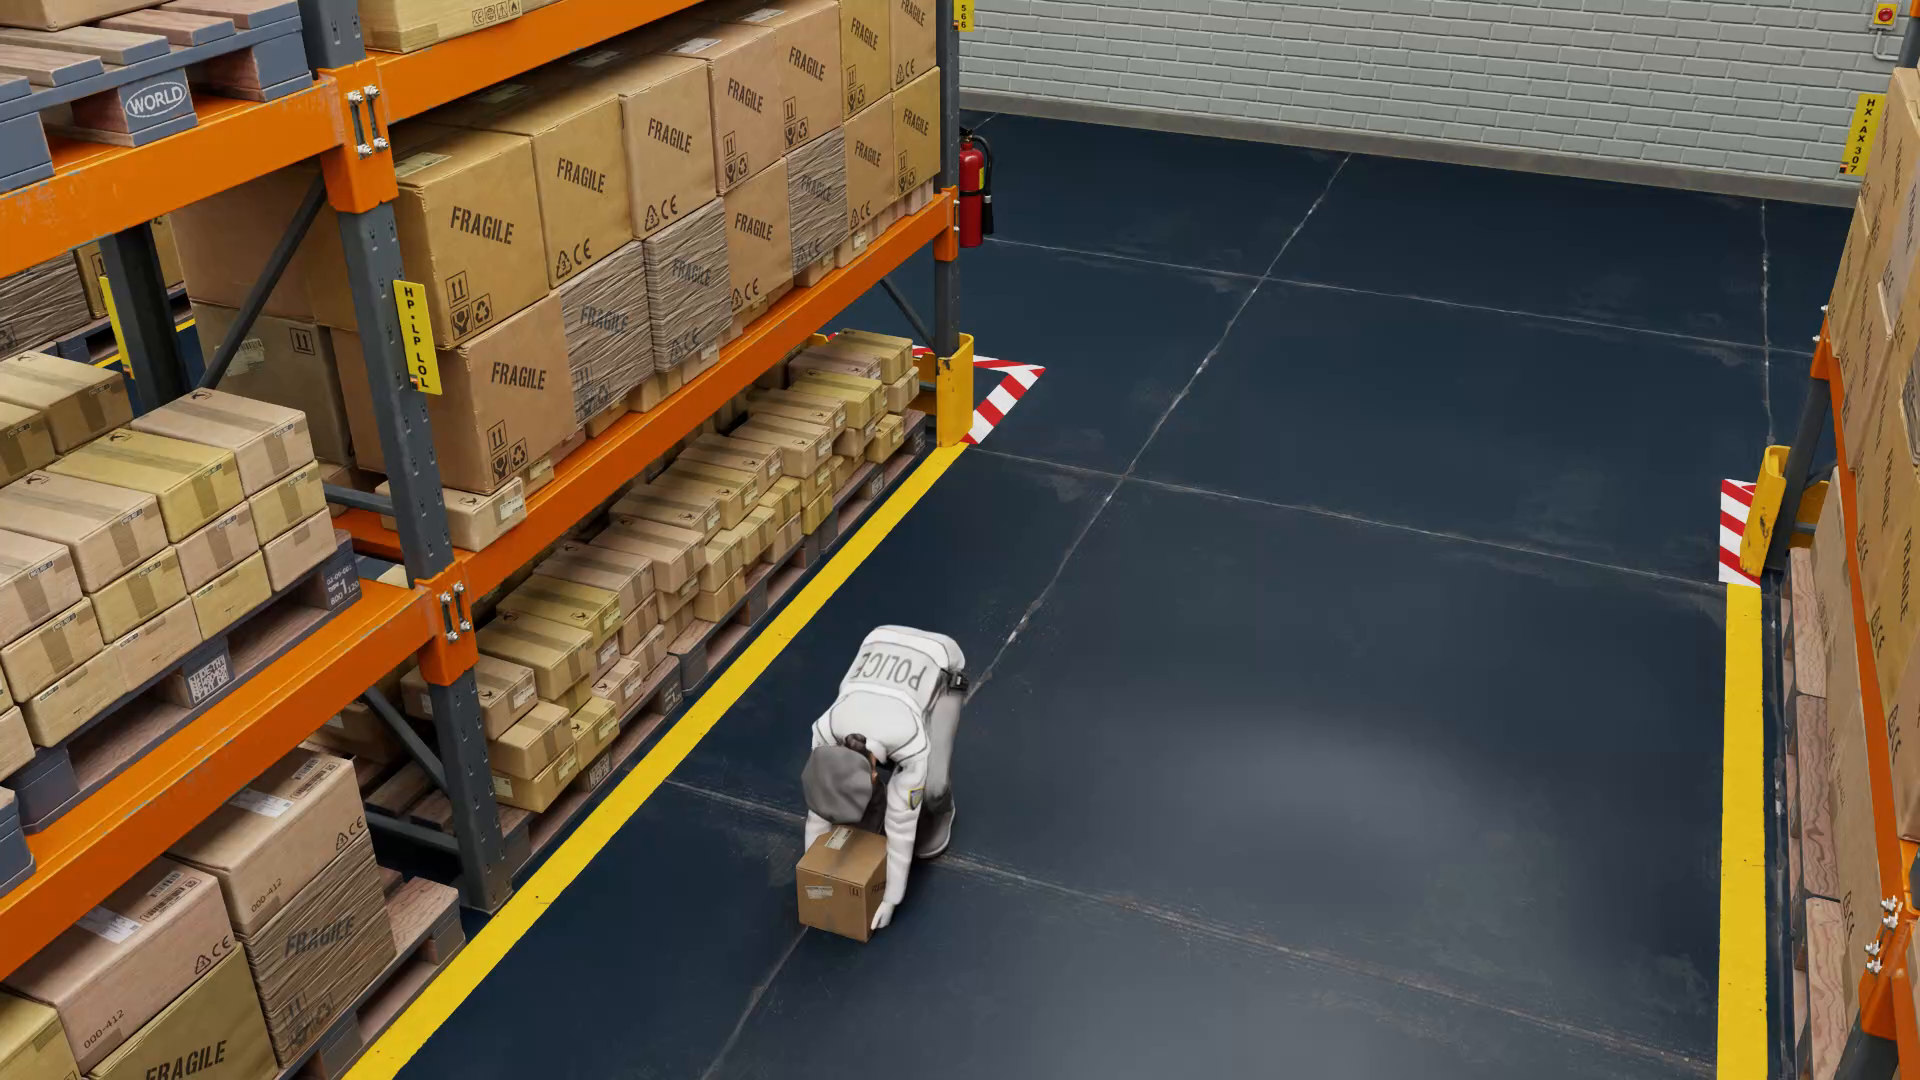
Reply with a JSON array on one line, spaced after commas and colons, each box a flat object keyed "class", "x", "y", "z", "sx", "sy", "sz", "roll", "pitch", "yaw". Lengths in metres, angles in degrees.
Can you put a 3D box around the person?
[{"class": "person", "x": -0.256, "y": 0.786, "z": 5.672, "sx": 0.456, "sy": 0.783, "sz": 0.910, "roll": 10, "pitch": 31, "yaw": 18}]
